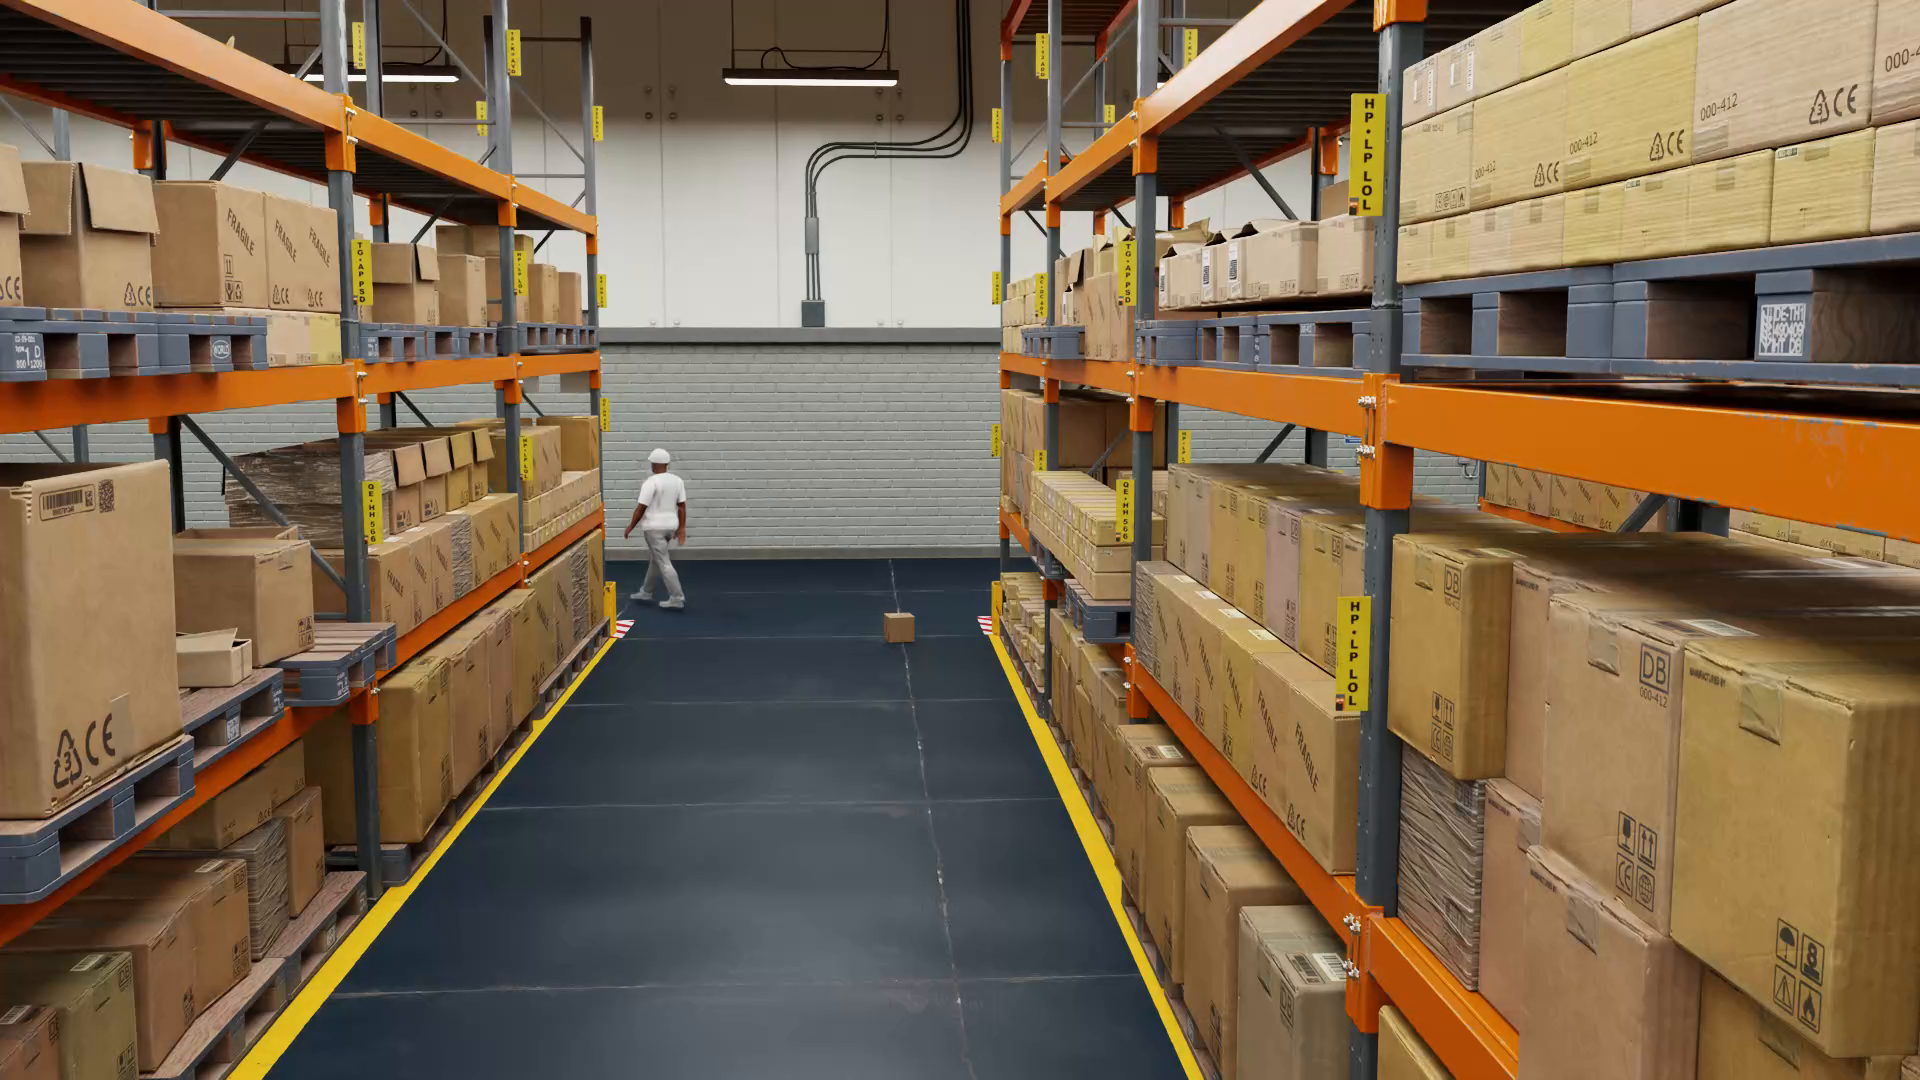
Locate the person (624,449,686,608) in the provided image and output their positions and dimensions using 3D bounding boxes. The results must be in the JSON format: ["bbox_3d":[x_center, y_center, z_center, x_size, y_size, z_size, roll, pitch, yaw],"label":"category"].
[{"bbox_3d":[-3.381,-0.144,18.209,0.953,1.719,0.581,4,8,32],"label":"person"}]
